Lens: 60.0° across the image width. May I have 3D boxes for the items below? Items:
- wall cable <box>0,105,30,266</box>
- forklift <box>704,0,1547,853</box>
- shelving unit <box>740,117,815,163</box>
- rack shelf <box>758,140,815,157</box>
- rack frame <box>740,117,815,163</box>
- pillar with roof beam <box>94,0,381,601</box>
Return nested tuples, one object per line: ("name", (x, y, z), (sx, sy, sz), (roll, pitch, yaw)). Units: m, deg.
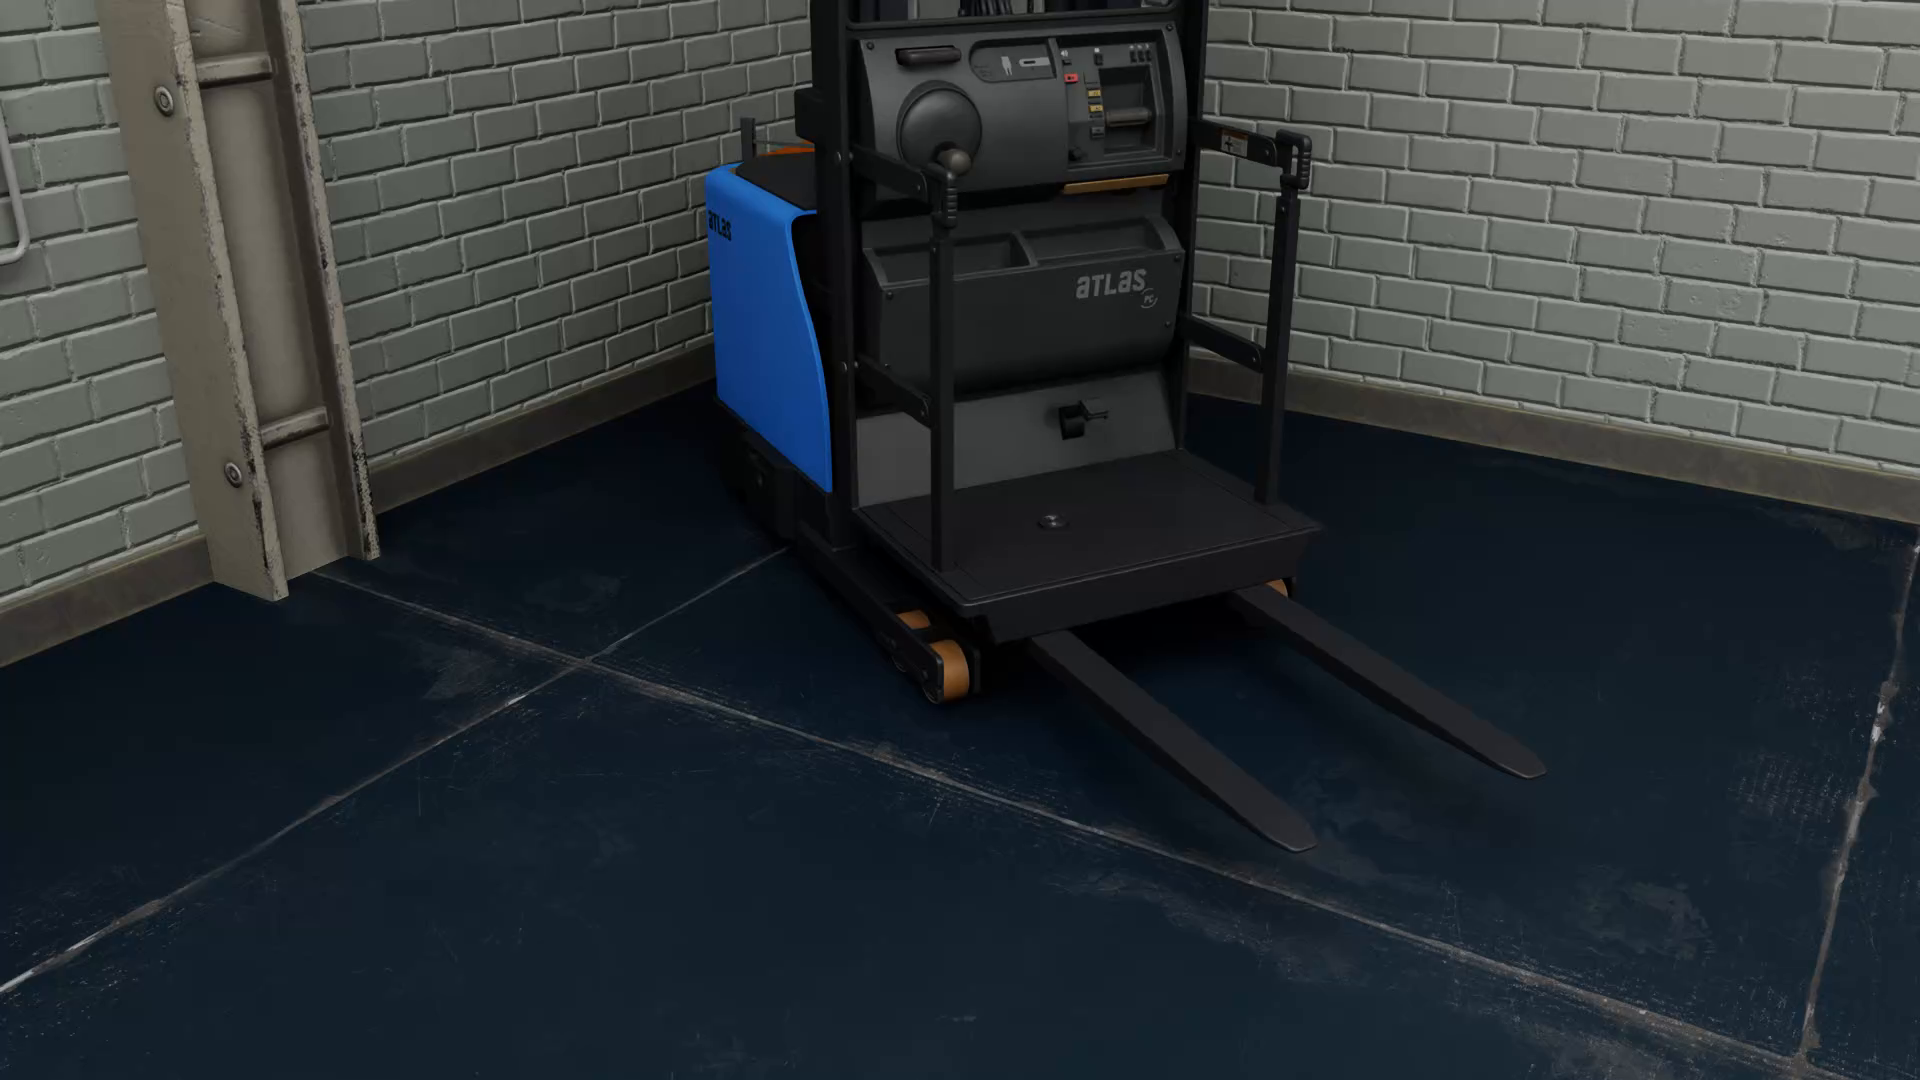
("wall cable", (-2.839, -1.301, 3.200), (0.084, 1.984, 1.851), (14, 27, 29))
("forklift", (0.279, -1.124, 4.157), (1.130, 2.935, 3.031), (-11, 26, -24))
("shelving unit", (-0.329, -1.112, 6.402), (0.538, 1.125, 1.048), (10, 25, 22))
("rack shelf", (-0.329, -1.380, 6.285), (0.538, 0.278, 1.000), (10, 25, 22))
("rack frame", (-0.538, -0.927, 5.976), (0.500, 1.125, 0.032), (10, 25, 22))
("pillar with roof beam", (1.636, -3.147, 1.193), (9.100, 9.000, 0.400), (14, 27, 29))
